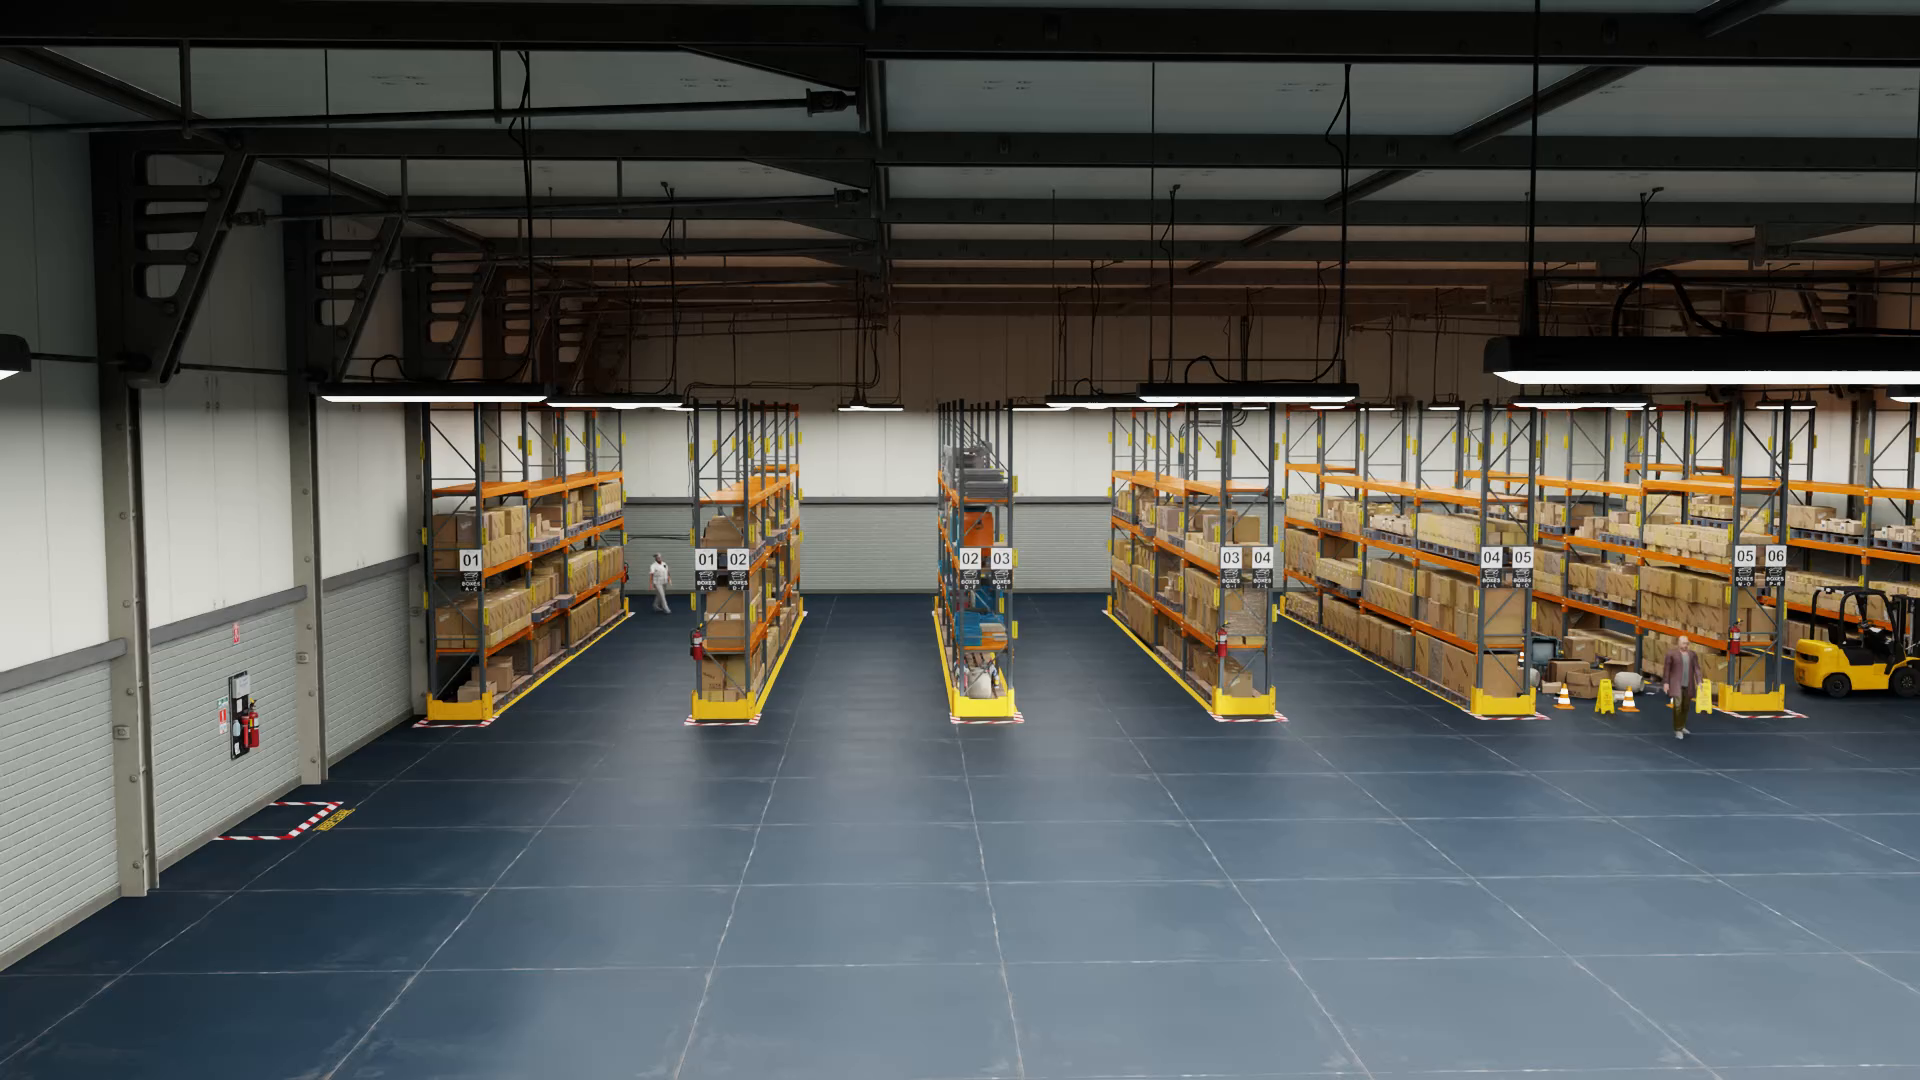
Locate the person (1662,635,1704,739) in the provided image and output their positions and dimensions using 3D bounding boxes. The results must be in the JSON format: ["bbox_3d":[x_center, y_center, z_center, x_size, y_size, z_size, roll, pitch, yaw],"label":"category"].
[{"bbox_3d":[12.839,2.613,29.530,0.633,1.841,0.609,0,4,-1],"label":"person"}]

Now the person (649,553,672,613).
[{"bbox_3d":[-8.563,1.222,47.746,1.057,1.707,0.583,4,6,41],"label":"person"}]

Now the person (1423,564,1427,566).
[{"bbox_3d":[12.617,1.481,45.187,0.528,1.665,0.402,-4,6,-42],"label":"person"}]
